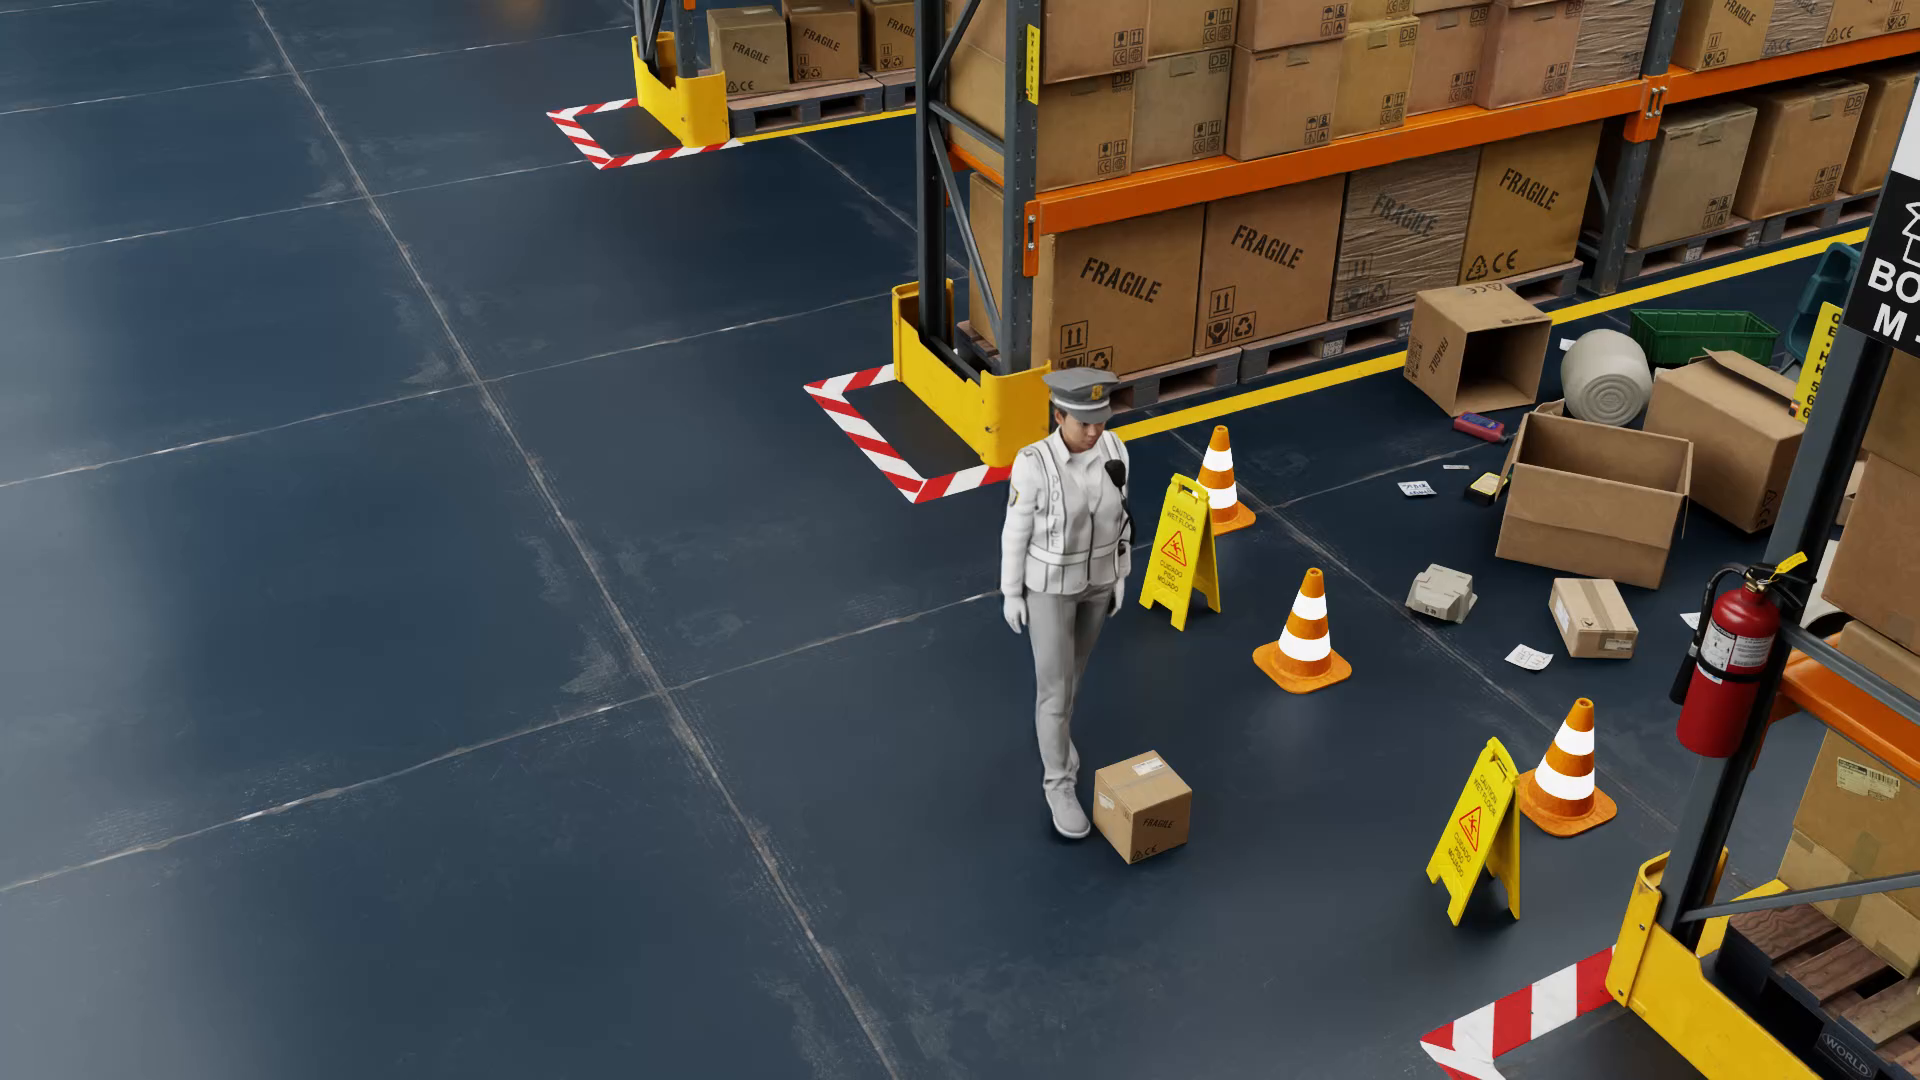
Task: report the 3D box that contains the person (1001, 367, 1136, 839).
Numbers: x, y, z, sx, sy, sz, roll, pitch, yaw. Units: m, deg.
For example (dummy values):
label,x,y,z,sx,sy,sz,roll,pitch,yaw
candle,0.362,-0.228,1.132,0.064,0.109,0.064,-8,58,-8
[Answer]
label,x,y,z,sx,sy,sz,roll,pitch,yaw
person,0.441,0.208,5.794,0.479,1.666,0.605,-16,37,-23
